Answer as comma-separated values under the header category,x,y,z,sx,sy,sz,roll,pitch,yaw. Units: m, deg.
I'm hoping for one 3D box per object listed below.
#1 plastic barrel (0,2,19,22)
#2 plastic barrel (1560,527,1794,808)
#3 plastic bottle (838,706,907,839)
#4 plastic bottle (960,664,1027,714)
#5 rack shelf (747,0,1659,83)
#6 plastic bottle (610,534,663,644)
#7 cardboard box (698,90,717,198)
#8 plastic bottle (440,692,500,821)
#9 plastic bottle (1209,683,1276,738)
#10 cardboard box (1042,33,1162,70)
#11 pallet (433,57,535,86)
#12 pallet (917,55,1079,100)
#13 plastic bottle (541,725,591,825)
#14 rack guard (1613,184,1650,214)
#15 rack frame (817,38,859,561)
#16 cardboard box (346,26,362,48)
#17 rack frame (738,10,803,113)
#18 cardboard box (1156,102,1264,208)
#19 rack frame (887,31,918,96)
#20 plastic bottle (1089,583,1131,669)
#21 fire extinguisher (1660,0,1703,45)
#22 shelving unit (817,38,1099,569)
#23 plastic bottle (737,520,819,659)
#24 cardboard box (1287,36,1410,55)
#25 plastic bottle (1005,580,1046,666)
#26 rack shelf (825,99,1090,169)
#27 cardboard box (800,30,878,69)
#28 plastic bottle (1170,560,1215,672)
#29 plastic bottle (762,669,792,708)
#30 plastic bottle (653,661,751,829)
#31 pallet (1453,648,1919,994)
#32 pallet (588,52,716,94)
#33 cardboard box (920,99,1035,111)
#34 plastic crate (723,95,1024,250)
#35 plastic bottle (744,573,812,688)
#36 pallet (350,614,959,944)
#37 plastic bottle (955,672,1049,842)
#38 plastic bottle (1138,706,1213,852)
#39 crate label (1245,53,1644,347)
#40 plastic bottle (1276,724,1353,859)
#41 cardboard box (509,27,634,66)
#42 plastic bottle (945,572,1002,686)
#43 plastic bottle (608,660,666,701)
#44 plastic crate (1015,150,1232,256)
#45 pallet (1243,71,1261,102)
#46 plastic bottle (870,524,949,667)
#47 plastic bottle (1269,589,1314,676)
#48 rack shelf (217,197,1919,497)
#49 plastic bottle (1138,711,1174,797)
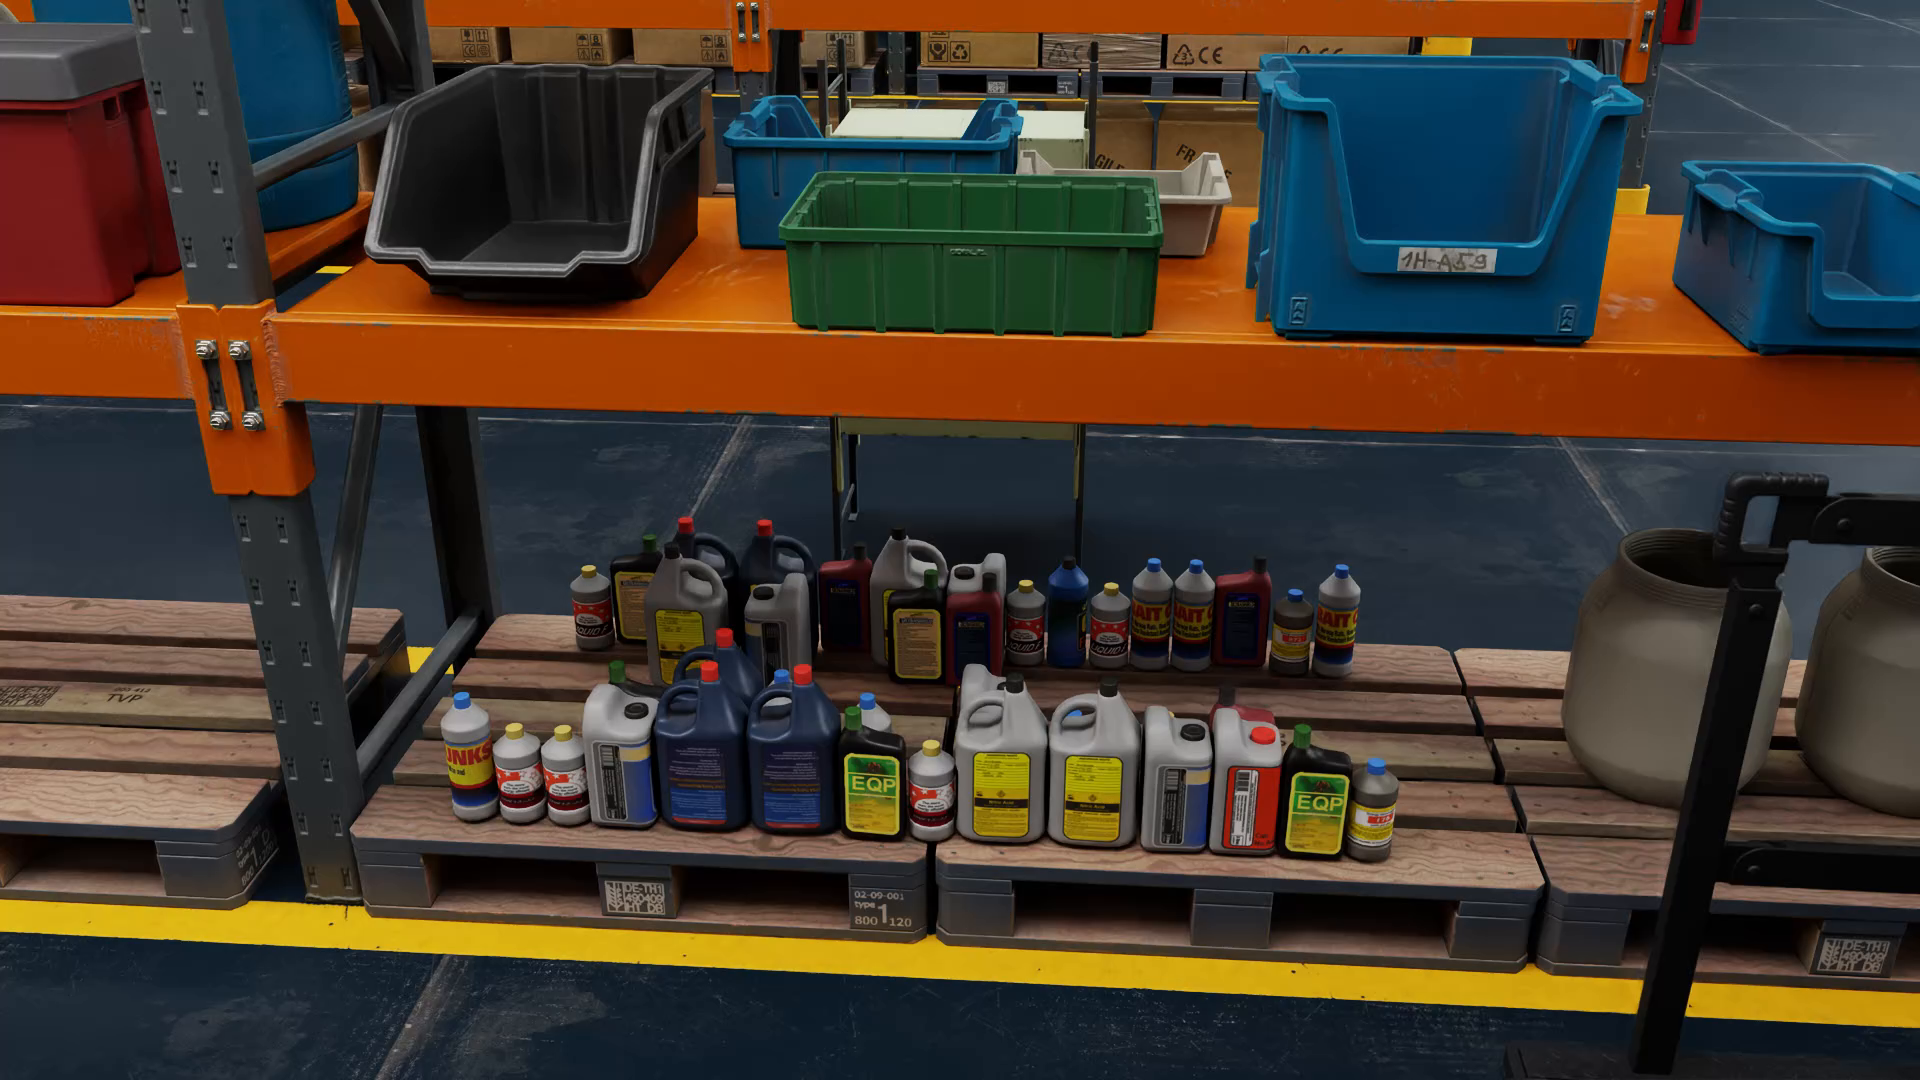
category,x,y,z,sx,sy,sz,roll,pitch,yaw
plastic barrel,-2.237,-0.976,3.620,0.433,0.535,0.433,0,25,0
plastic barrel,1.527,0.270,3.549,0.421,0.512,0.421,0,25,0
plastic bottle,-0.177,0.469,3.365,0.133,0.283,0.061,3,25,6
plastic bottle,0.072,0.401,3.522,0.135,0.276,0.152,2,25,4
rack shelf,1.074,-2.466,7.881,4.000,0.370,1.077,2,25,4
plastic bottle,-0.795,0.120,4.125,0.133,0.283,0.061,3,25,7
cardboard box,-1.531,-1.950,8.363,0.500,0.500,0.700,0,25,0
plastic bottle,-1.015,0.440,3.443,0.097,0.271,0.097,0,25,0
plastic bottle,0.582,0.430,3.451,0.133,0.283,0.061,2,25,4
cardboard box,1.081,-4.070,12.545,0.875,0.875,0.875,2,25,4
pallet,-3.648,-3.725,13.093,1.213,0.211,1.003,2,25,4
pallet,0.312,-3.597,12.815,1.213,0.211,1.003,2,25,4
plastic bottle,-0.813,0.478,3.443,0.097,0.201,0.097,0,25,0
rack guard,2.992,-1.596,8.120,0.348,0.500,1.175,2,25,4
rack frame,-0.358,-0.693,4.961,0.023,1.500,0.400,2,25,4
cardboard box,-5.114,-4.233,13.349,0.500,0.500,0.500,1,25,2
rack frame,-0.920,-2.857,7.870,0.127,3.000,1.000,2,25,4
cardboard box,1.225,-1.844,8.156,0.500,0.500,0.500,4,25,9
rack frame,-0.440,-4.921,12.355,0.127,3.000,1.000,2,25,4
plastic bottle,0.365,0.202,4.044,0.097,0.201,0.097,0,25,0
fire extinguisher,3.147,-2.498,7.183,0.183,0.674,0.296,2,25,4
shelving unit,0.007,-0.681,4.936,0.755,1.500,0.431,2,25,4
plastic bottle,-0.444,0.118,4.048,0.185,0.351,0.144,1,25,1
cardboard box,2.867,-4.012,12.421,0.875,0.875,0.875,2,25,4
plastic bottle,0.160,0.195,4.059,0.097,0.201,0.097,0,25,0
rack shelf,0.007,-1.036,4.773,0.720,0.370,0.431,2,25,4
cardboard box,-1.066,-4.072,12.700,0.750,0.750,1.050,2,25,4
plastic bottle,0.563,0.176,4.016,0.097,0.271,0.097,0,25,0
plastic bottle,-0.373,0.400,3.529,0.097,0.271,0.097,0,25,0
plastic bottle,-0.526,0.410,3.413,0.185,0.351,0.144,3,25,5
pallet,1.800,0.591,3.712,1.213,0.211,1.003,2,25,4
pallet,-2.435,-3.685,13.006,1.213,0.211,1.003,2,25,4
cardboard box,0.047,-1.867,8.208,0.500,0.500,0.500,10,27,21
plastic crate,-0.175,-0.803,3.584,0.616,0.251,0.499,2,25,4
plastic bottle,-0.430,0.214,3.928,0.135,0.276,0.152,2,25,4
pallet,-0.633,0.513,3.882,1.213,0.211,1.003,2,25,4
plastic bottle,0.086,0.430,3.371,0.185,0.351,0.144,2,25,4
plastic bottle,0.436,0.473,3.365,0.135,0.276,0.152,1,25,3
crate label,0.833,-0.627,2.981,0.616,0.435,0.502,2,25,4
plastic bottle,0.706,0.498,3.304,0.133,0.283,0.061,2,25,5
cardboard box,-2.956,-4.134,12.835,0.750,0.750,1.050,2,25,5
plastic bottle,0.032,0.210,3.929,0.133,0.283,0.061,2,25,4
plastic bottle,-0.683,0.389,3.539,0.133,0.283,0.061,2,25,4
plastic crate,0.339,-0.726,3.555,0.437,0.136,0.530,2,25,4
pallet,2.745,-3.519,12.645,1.213,0.211,1.003,2,25,4
plastic bottle,-0.122,0.128,4.026,0.185,0.351,0.144,2,25,4
plastic bottle,0.802,0.216,4.014,0.097,0.201,0.097,0,25,0
rack shelf,0.695,-0.402,3.395,4.000,0.370,1.077,2,25,4
plastic bottle,0.427,0.454,3.495,0.097,0.201,0.097,0,25,0
